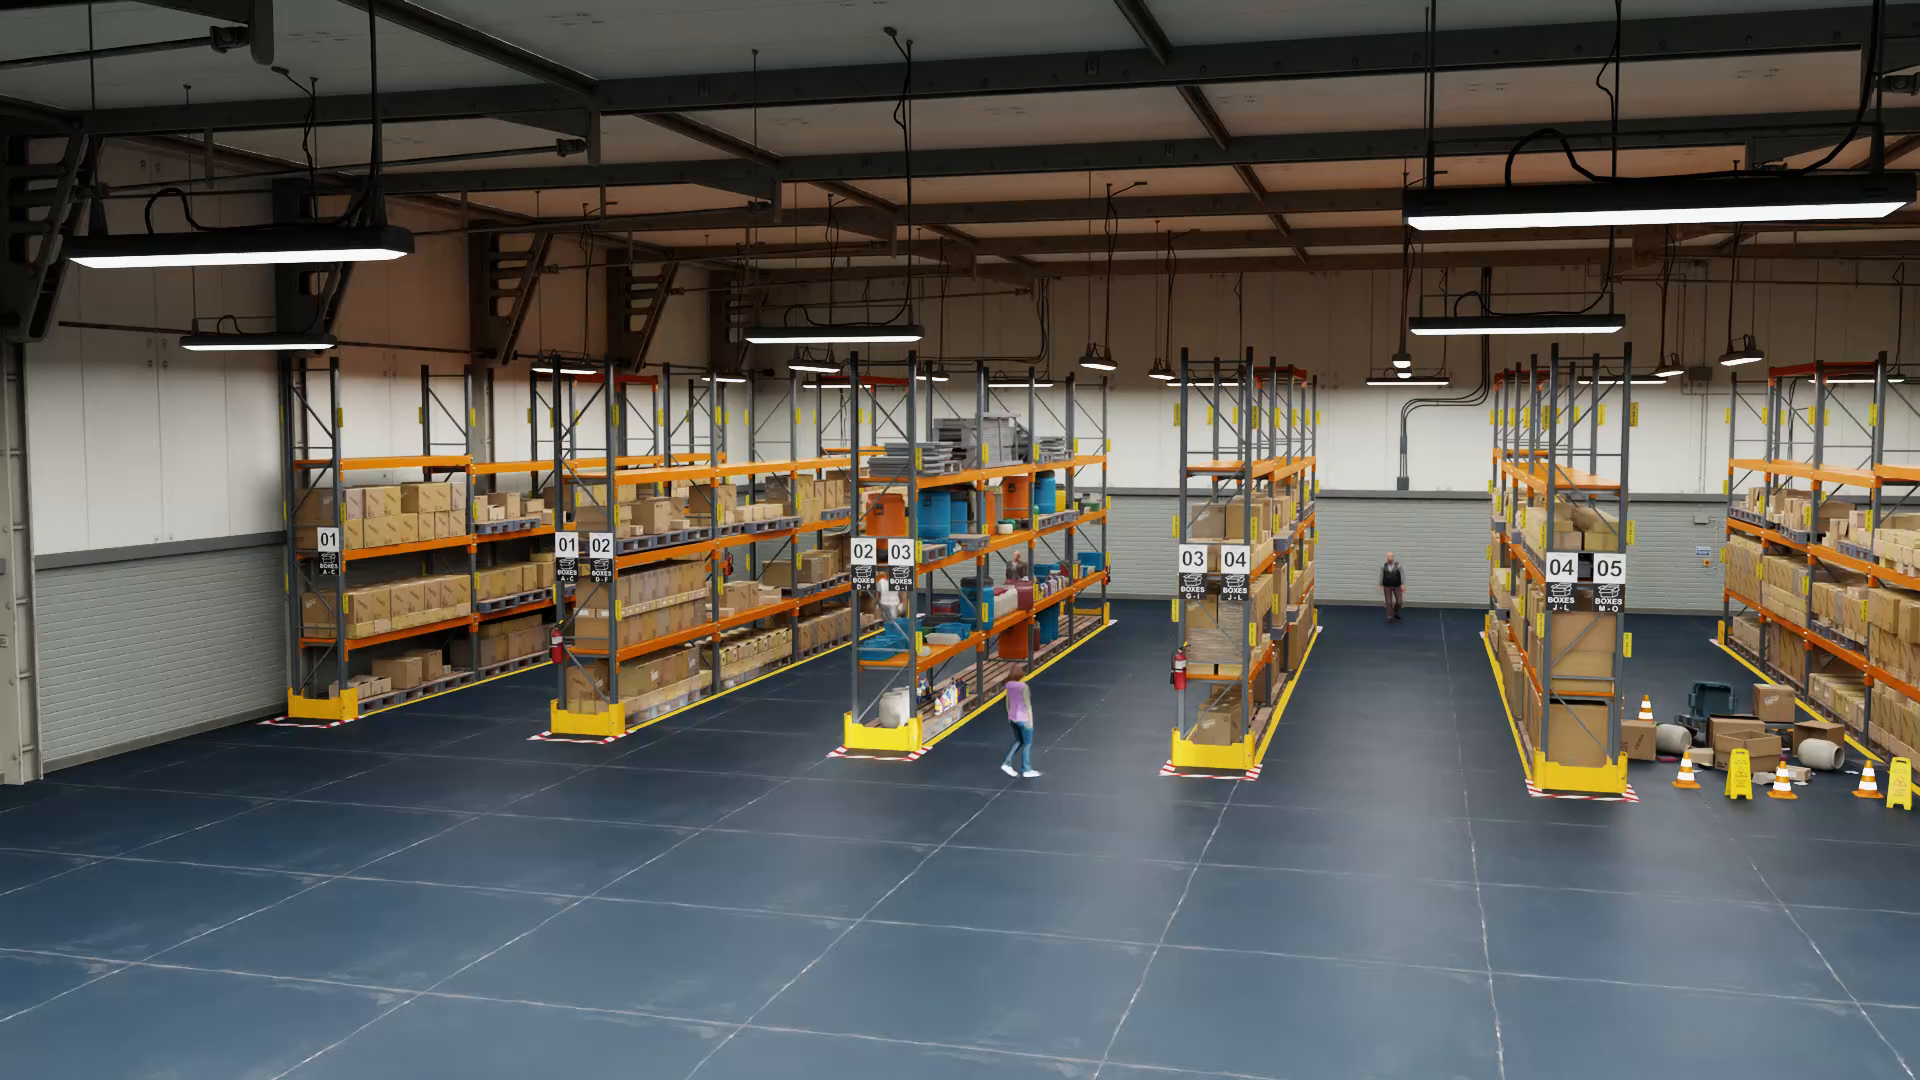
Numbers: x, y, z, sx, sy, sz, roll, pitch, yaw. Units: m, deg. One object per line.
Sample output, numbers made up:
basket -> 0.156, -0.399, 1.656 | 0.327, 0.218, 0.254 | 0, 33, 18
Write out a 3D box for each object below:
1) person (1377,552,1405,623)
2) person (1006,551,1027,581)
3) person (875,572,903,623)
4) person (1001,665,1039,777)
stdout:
person -> 10.558, 1.164, 40.711 | 0.646, 1.722, 0.461 | 1, 4, 7
person -> 1.337, 1.164, 40.524 | 0.620, 1.809, 0.814 | 2, 5, 29
person -> -1.581, 1.437, 36.668 | 0.565, 1.743, 0.999 | 1, 4, 11
person -> 0.870, 2.516, 23.204 | 0.467, 1.593, 0.435 | -3, 5, -35
